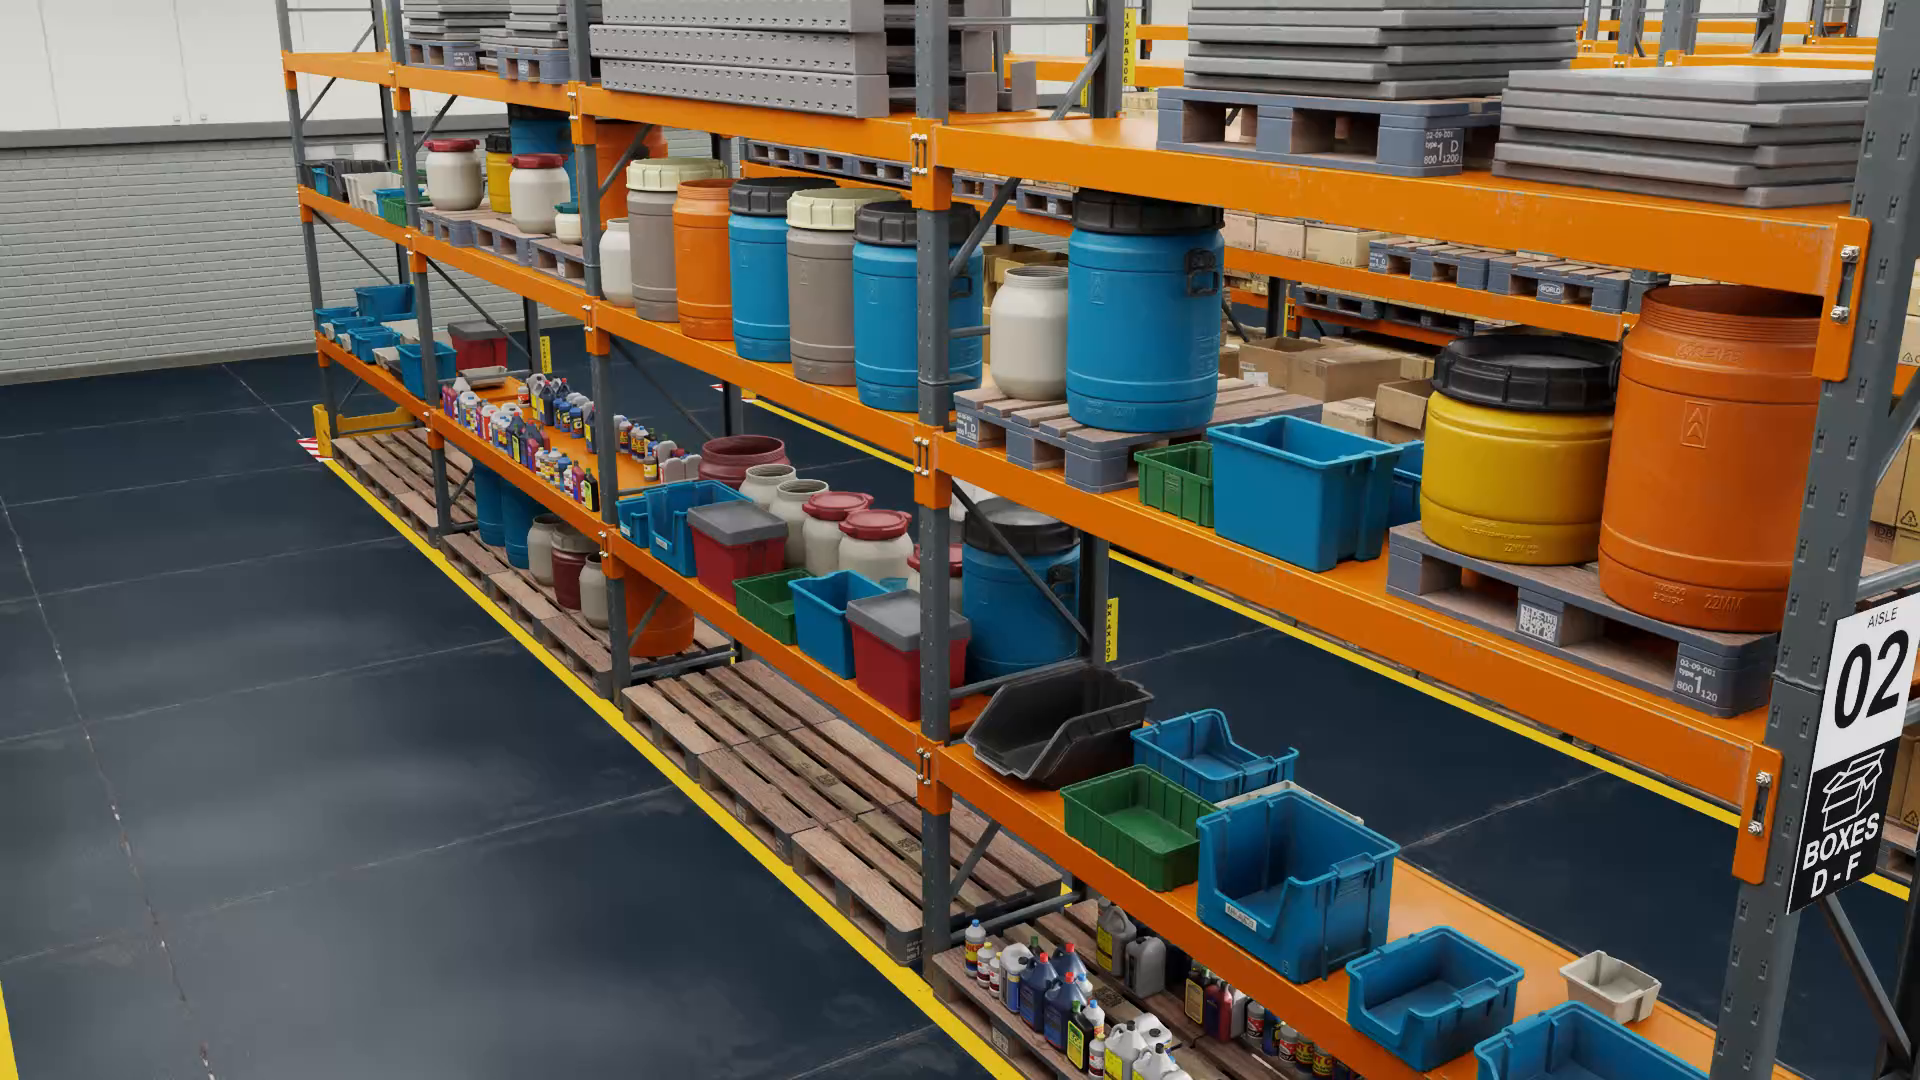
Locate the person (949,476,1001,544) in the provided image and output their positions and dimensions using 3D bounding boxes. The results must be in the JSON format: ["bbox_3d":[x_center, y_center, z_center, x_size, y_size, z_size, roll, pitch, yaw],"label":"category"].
[{"bbox_3d":[0.089,-0.216,12.685,0.562,1.763,0.563,-1,18,-3],"label":"person"}]
